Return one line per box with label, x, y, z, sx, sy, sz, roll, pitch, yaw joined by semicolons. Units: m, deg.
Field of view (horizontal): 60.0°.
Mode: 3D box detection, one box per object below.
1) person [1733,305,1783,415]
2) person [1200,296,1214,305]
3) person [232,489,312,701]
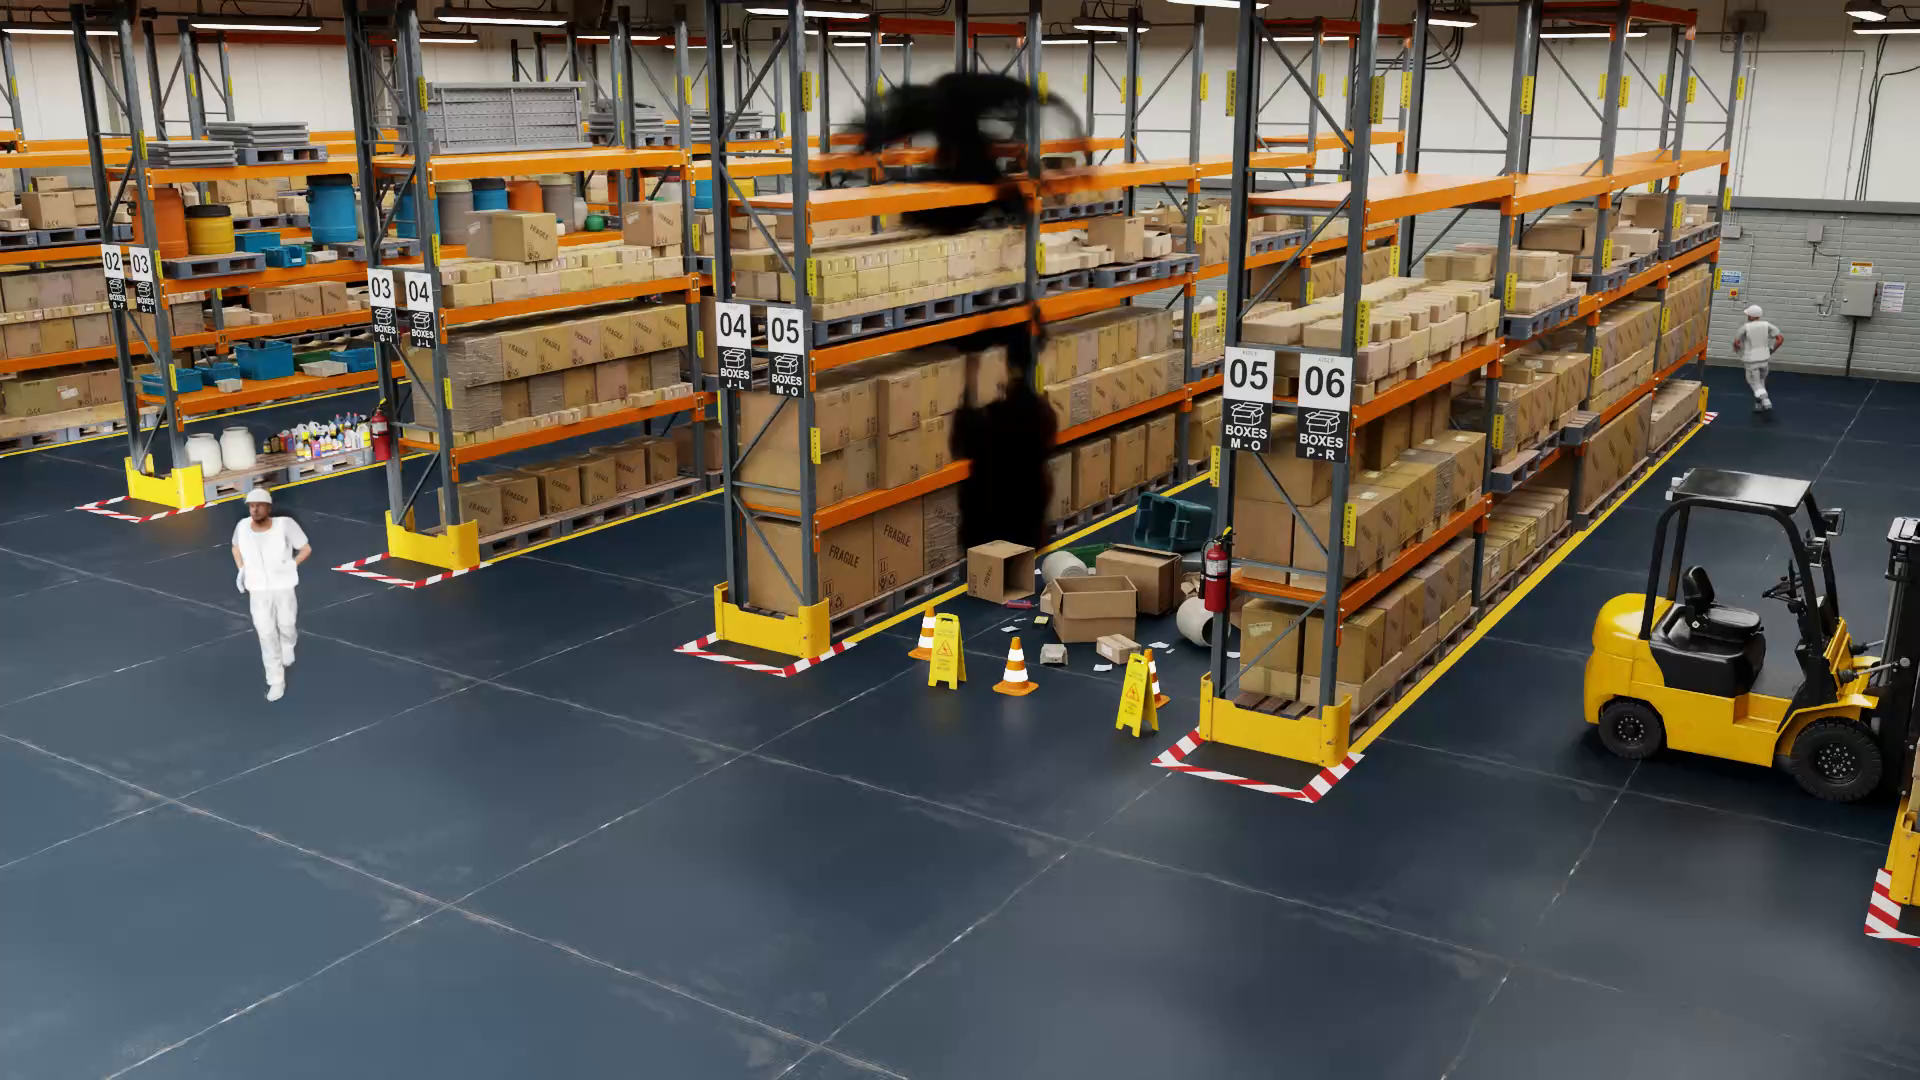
person;12.458;-2.802;26.093;0.706;1.755;0.872;0;16;1
person;4.292;-3.249;27.852;0.695;1.716;0.974;11;19;36
person;-5.949;0.414;14.431;0.670;1.788;0.892;-4;16;-13
